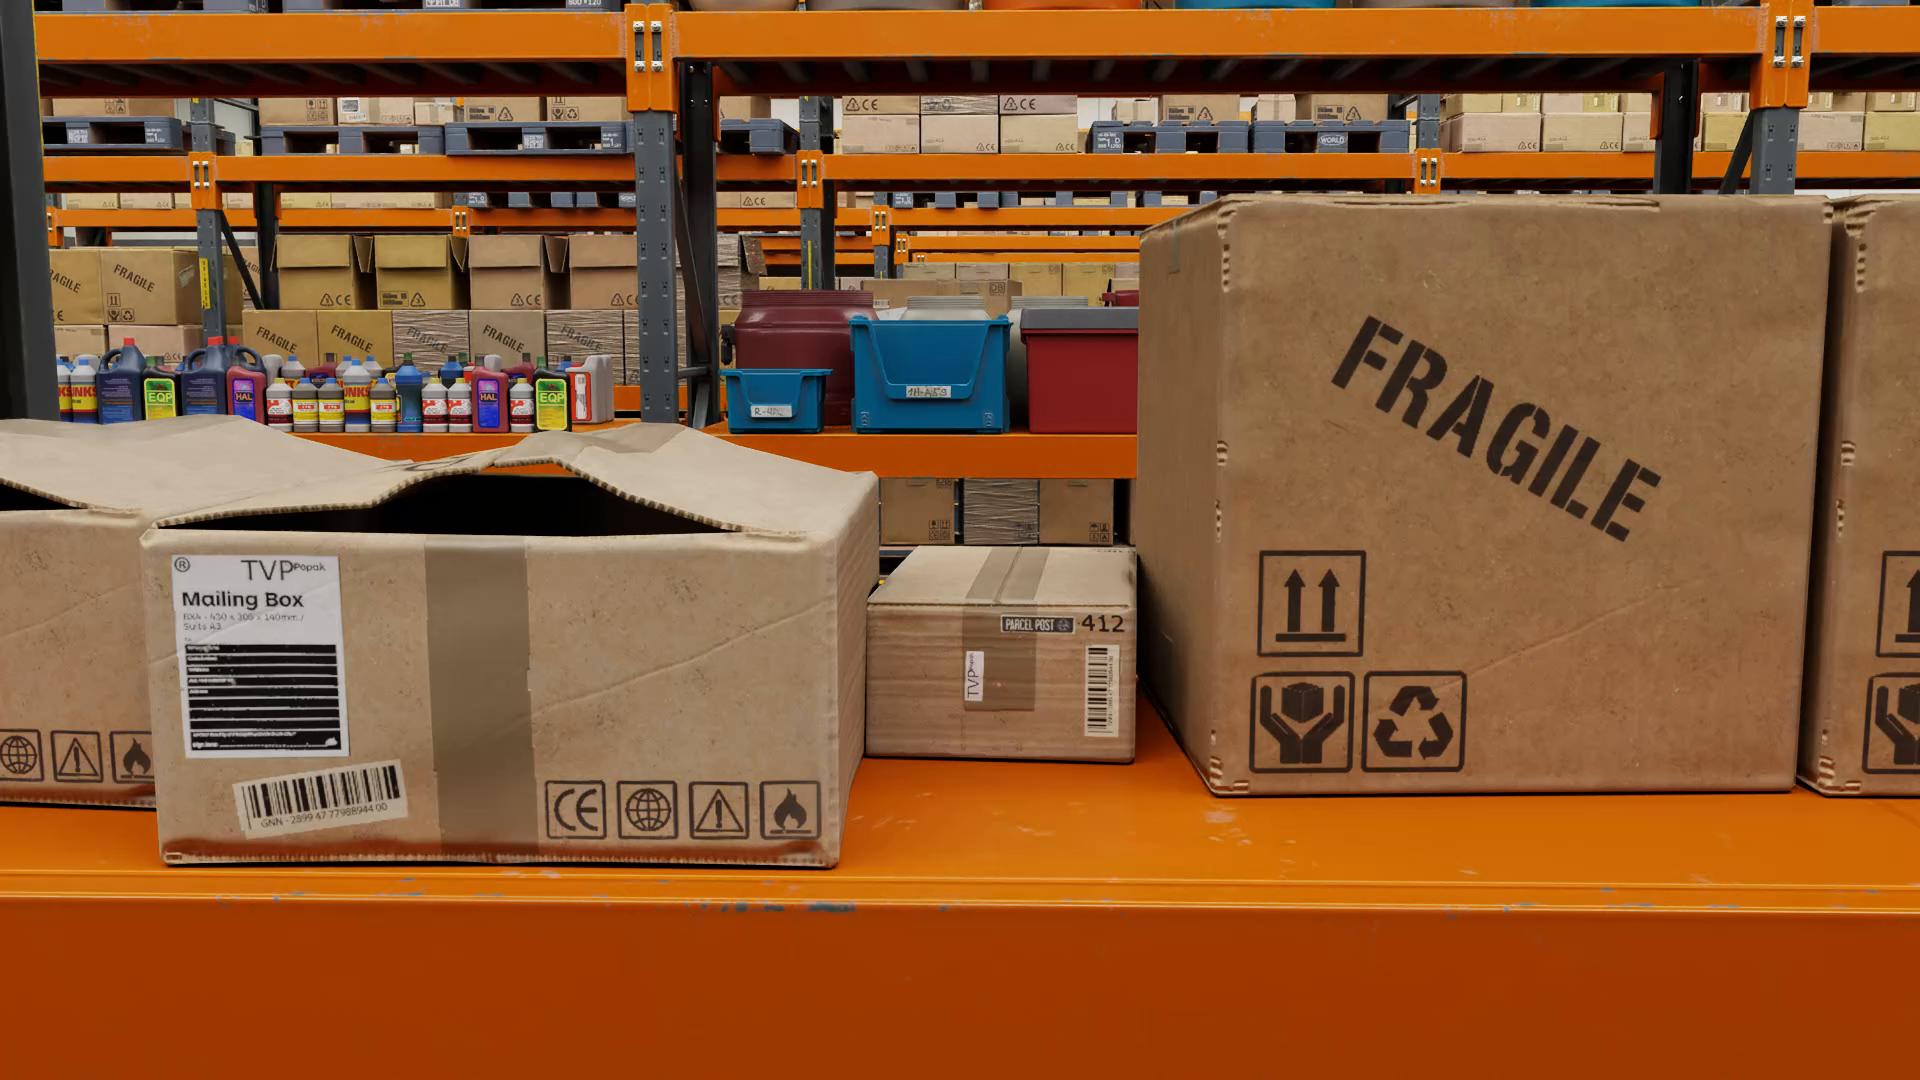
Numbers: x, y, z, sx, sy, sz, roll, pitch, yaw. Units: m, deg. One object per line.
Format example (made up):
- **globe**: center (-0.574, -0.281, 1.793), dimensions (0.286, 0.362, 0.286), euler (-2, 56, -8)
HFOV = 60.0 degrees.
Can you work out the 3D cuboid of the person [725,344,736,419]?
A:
- **person**: center (-1.024, -0.198, 8.232), dimensions (0.839, 1.643, 0.534), euler (2, 8, 15)
